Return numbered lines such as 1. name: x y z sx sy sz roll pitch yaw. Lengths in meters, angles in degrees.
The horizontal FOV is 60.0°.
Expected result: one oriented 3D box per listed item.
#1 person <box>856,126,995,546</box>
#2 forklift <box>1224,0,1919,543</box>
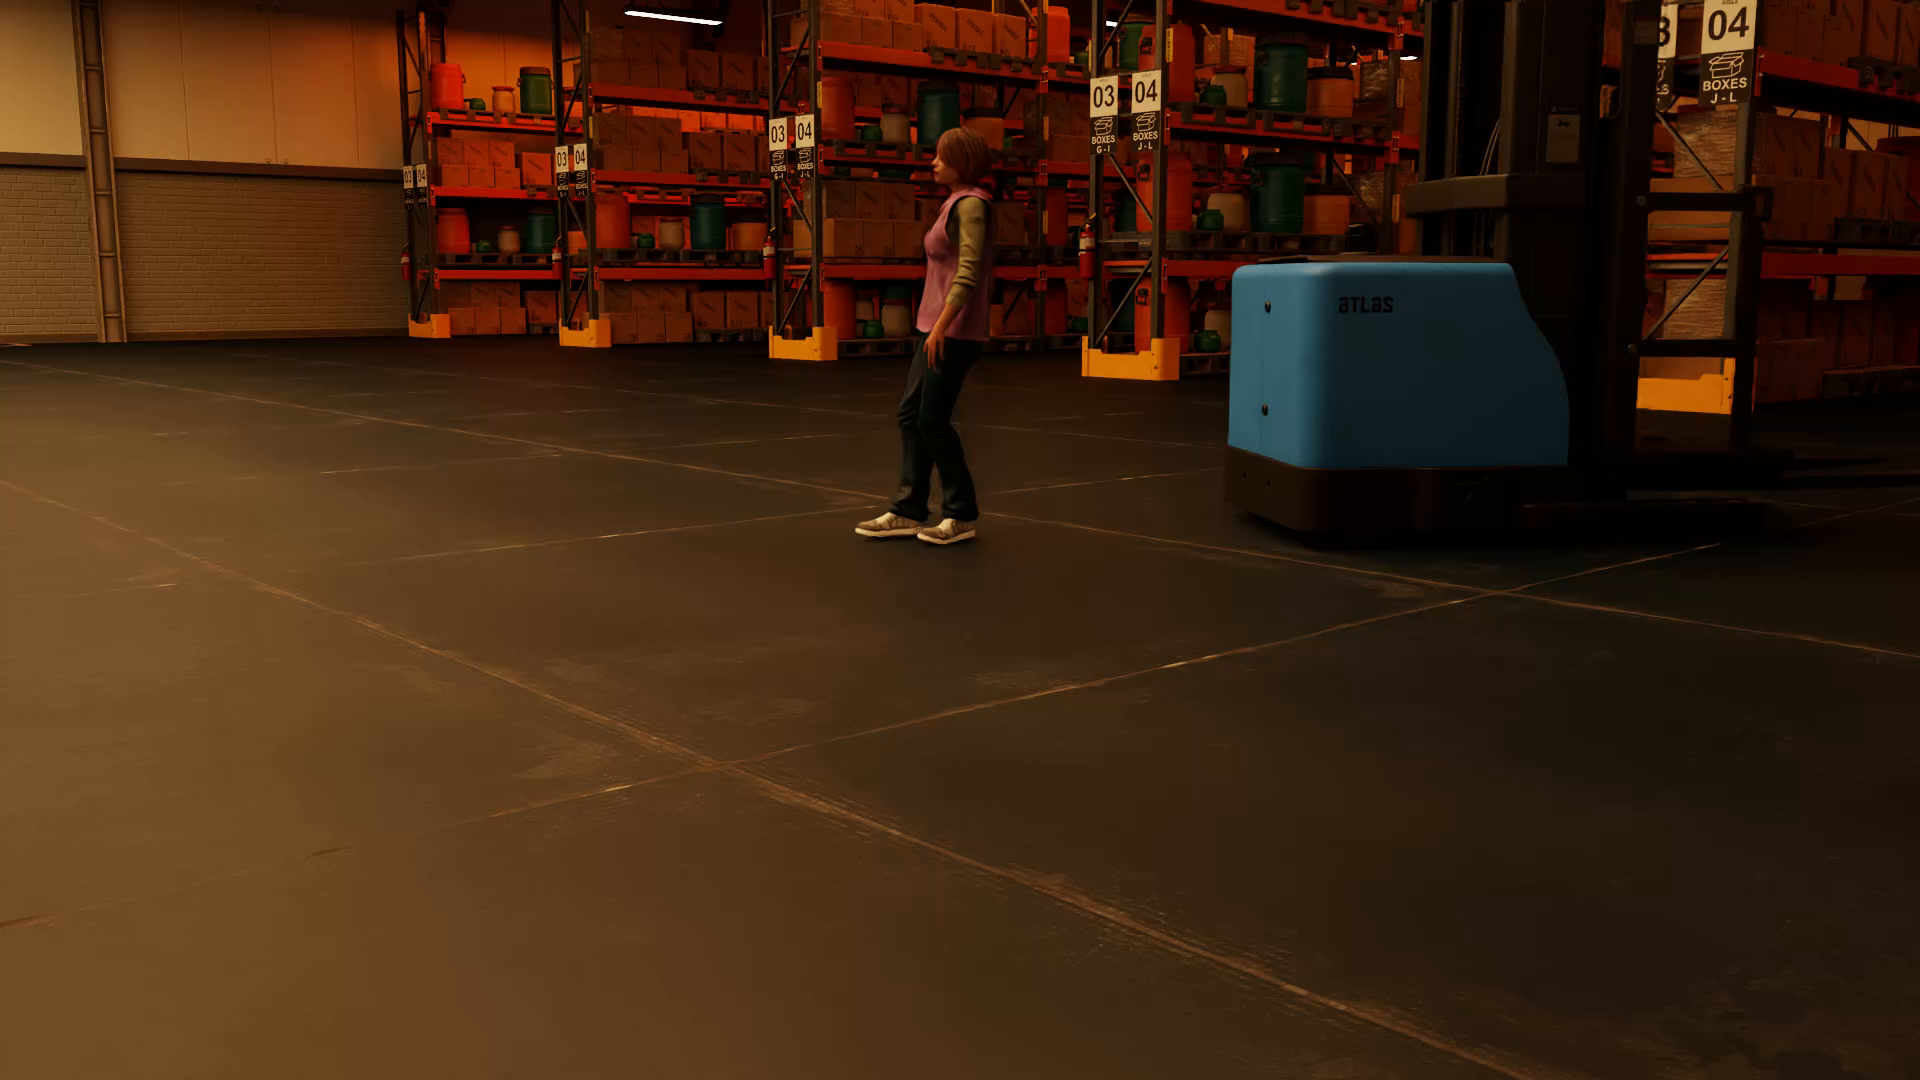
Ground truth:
1. person: -0.139 -0.770 6.395 0.534 1.581 0.516 -1 9 -5
2. forklift: 2.698 -1.516 6.751 3.031 2.935 1.130 -1 9 -8
